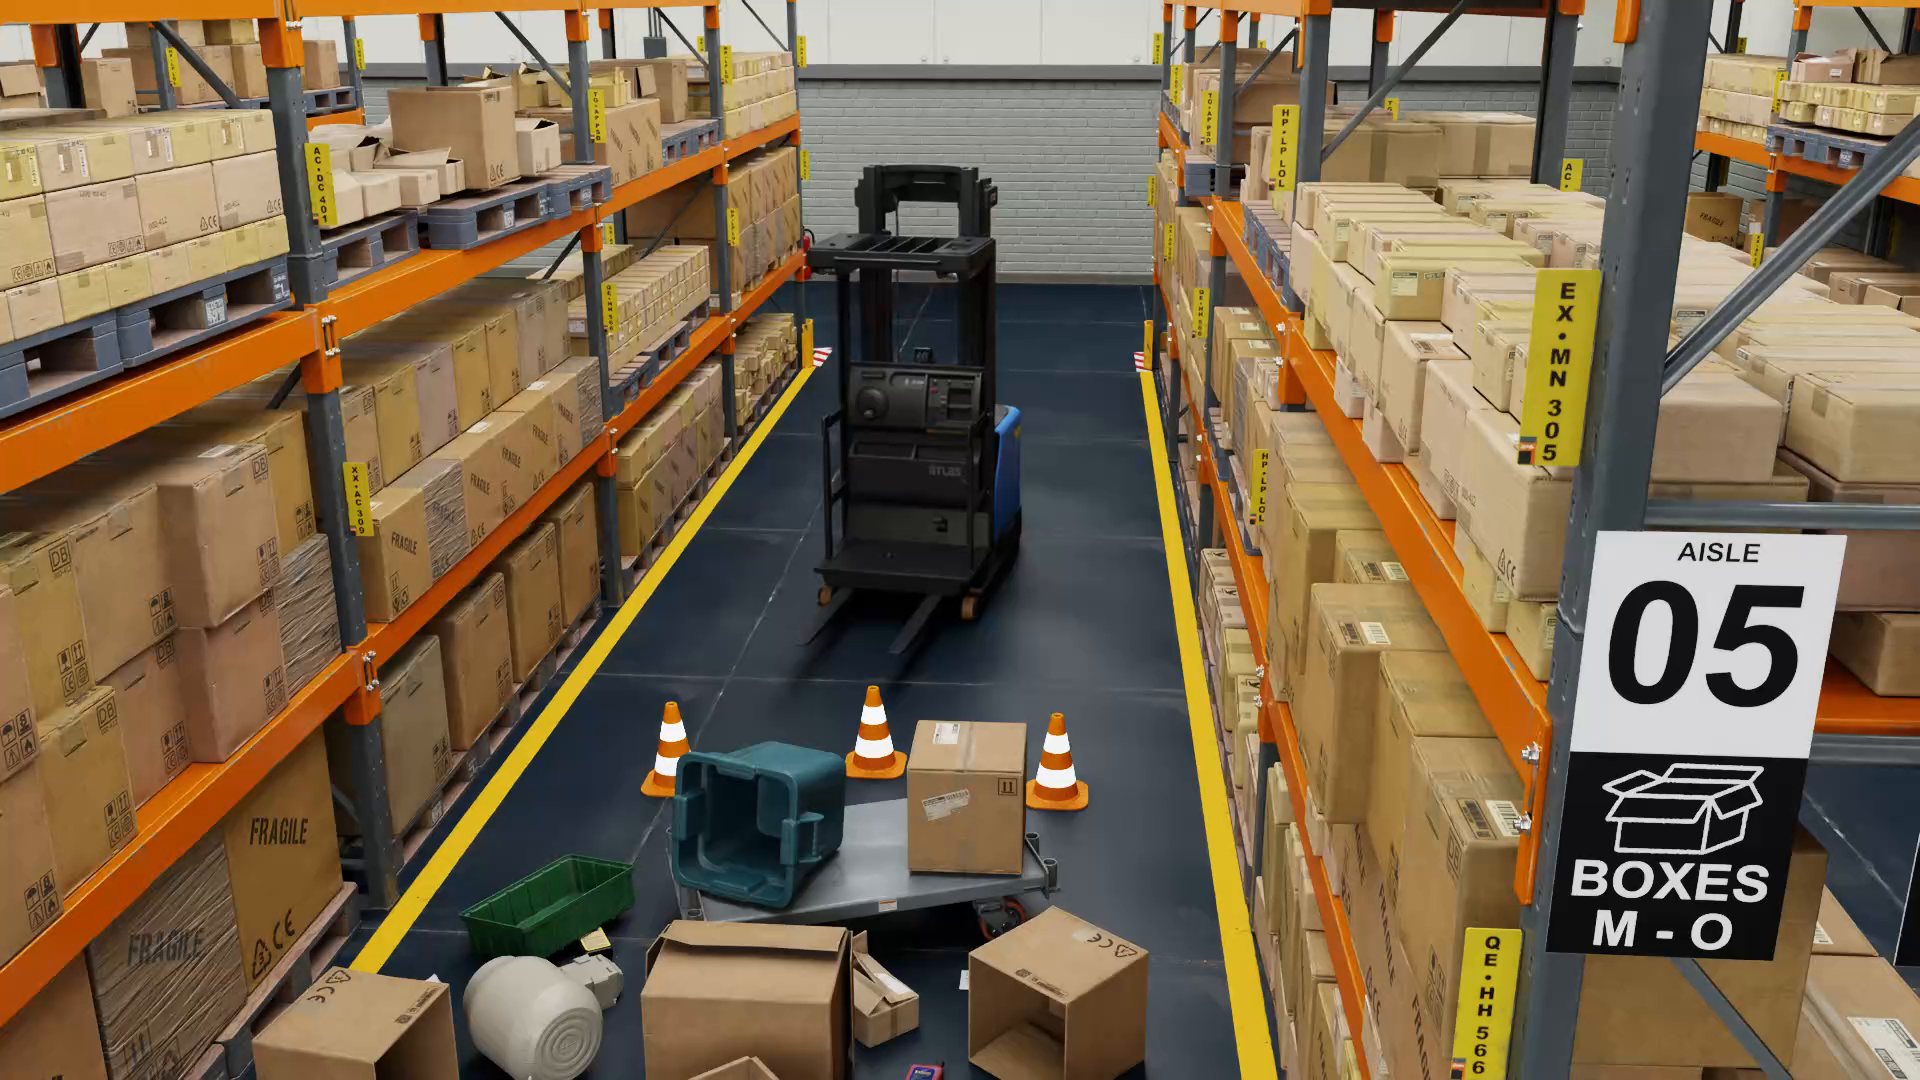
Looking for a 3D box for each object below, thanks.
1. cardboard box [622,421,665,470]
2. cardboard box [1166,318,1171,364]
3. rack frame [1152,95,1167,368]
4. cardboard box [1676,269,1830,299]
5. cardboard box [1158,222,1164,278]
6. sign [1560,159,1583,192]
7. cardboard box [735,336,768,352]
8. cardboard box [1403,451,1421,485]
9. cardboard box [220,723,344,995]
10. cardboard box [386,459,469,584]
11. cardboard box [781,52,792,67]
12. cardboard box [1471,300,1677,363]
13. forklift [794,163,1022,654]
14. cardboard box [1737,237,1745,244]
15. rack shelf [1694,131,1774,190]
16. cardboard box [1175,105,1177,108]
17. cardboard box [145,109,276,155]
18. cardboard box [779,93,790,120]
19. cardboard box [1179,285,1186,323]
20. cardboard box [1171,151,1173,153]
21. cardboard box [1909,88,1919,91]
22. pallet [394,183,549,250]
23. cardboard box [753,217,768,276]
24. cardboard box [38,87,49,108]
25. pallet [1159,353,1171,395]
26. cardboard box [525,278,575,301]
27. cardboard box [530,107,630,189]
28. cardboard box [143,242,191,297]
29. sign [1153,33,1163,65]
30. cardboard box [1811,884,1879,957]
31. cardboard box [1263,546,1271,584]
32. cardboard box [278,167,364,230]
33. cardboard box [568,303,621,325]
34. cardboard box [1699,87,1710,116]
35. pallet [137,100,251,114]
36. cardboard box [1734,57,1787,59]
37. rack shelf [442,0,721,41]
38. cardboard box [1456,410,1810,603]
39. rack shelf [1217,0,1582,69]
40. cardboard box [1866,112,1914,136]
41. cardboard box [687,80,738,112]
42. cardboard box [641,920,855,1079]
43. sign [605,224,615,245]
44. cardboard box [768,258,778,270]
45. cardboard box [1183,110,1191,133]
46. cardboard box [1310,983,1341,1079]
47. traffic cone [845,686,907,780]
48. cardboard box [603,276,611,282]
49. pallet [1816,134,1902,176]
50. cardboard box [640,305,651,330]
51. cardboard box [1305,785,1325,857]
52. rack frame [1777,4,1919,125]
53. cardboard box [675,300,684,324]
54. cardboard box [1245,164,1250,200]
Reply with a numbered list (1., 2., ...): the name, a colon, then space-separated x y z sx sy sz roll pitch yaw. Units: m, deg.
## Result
1. cardboard box: -2.514 -0.712 12.415 0.500 0.250 0.500 1 18 3
2. cardboard box: 2.729 -2.158 18.133 0.875 0.438 0.875 1 18 2
3. rack frame: 2.677 -3.383 18.431 1.000 3.000 0.127 1 18 4
4. cardboard box: 1.955 -0.595 4.226 0.380 0.149 0.250 2 18 5
5. cardboard box: 2.293 -2.973 17.018 0.500 0.500 0.500 1 18 4
6. sign: 2.358 -1.318 6.480 0.100 0.325 0.005 1 18 4
7. cardboard box: -2.195 -2.017 17.210 0.380 0.149 0.250 1 18 2
8. cardboard box: 1.396 -0.234 4.407 0.380 0.149 0.250 1 18 2
9. cardboard box: -3.243 1.268 6.973 0.875 0.875 0.875 2 18 5
10. cardboard box: -2.786 -0.097 8.242 0.500 0.500 0.500 1 18 4
11. cardboard box: -1.998 -5.134 17.754 0.380 0.149 0.250 1 18 3
12. cardboard box: 1.386 -0.447 3.776 0.380 0.149 0.250 1 18 4
13. forklift: -0.356 -0.973 11.187 1.130 2.935 3.031 4 19 12
14. cardboard box: 7.781 -2.881 16.662 0.500 0.250 0.500 2 18 6
15. rack shelf: 7.485 -3.736 15.846 1.077 0.370 4.000 1 18 4
16. cardboard box: 2.136 -3.982 15.009 0.380 0.149 0.250 2 18 5
17. cardboard box: -2.836 -1.547 6.297 0.380 0.149 0.250 1 18 3
18. cardboard box: -2.066 -4.511 17.296 0.500 0.250 0.500 1 18 4
19. cardboard box: 2.005 -1.858 13.215 0.500 0.250 0.500 2 18 5
20. cardboard box: 2.427 -4.027 17.588 0.380 0.149 0.250 2 18 5
21. cardboard box: 7.358 -3.310 12.482 0.380 0.149 0.250 1 18 2
22. pallet: -2.912 -1.765 8.978 1.003 0.211 1.213 2 18 6
23. cardboard box: -2.167 -2.867 16.216 0.500 0.500 0.500 1 18 3
24. cardboard box: -7.663 -3.606 13.763 0.500 0.311 0.500 1 18 2
25. pallet: 2.698 -1.808 18.102 1.003 0.211 1.213 1 18 4
26. cardboard box: -3.168 -1.905 12.693 0.380 0.149 0.250 2 18 7
27. cardboard box: -2.535 -2.622 11.131 0.500 0.500 0.500 1 18 4
28. cardboard box: -2.888 -0.930 5.697 0.380 0.149 0.250 1 18 4
29. sign: 2.124 -5.276 17.859 0.100 0.325 0.005 1 18 4
30. cardboard box: 1.874 1.095 4.125 0.500 0.500 0.500 2 18 6
31. cardboard box: 1.578 0.097 7.538 0.380 0.149 0.250 2 18 5
32. cardboard box: -2.836 -1.526 7.327 0.258 0.266 0.396 1 18 3
33. cardboard box: -2.598 -1.564 11.651 0.380 0.149 0.250 1 18 2
34. cardboard box: 7.245 -4.159 15.746 0.500 0.250 0.500 1 18 3
35. pallet: -7.425 -3.999 15.637 1.003 0.211 1.213 1 18 4
36. cardboard box: 7.810 -4.541 16.106 0.500 0.250 0.500 1 18 4
37. rack shelf: -2.698 -3.918 12.226 1.077 0.370 4.000 1 18 4
38. cardboard box: 1.298 -0.075 3.279 0.500 0.250 0.500 1 18 3
39. rack shelf: 1.960 -2.597 8.193 1.077 0.370 4.000 1 18 4
40. cardboard box: 6.839 -3.023 12.082 0.380 0.149 0.250 2 18 5
41. cardboard box: -2.281 -3.956 14.800 0.500 0.250 0.500 2 18 6
42. cardboard box: -0.811 1.815 6.358 0.797 0.637 0.503 1 18 4
43. sign: -3.096 -2.641 14.776 0.100 0.325 0.005 1 18 4
44. cardboard box: -2.111 -2.920 17.421 0.380 0.149 0.250 0 18 1
45. cardboard box: 1.950 -3.270 12.969 0.380 0.166 0.250 0 18 0
46. cardboard box: 1.404 1.763 5.262 0.500 0.500 0.500 1 18 3
47. traffic cone: -0.468 1.020 9.066 0.336 0.463 0.334 1 18 4
48. cardboard box: -3.094 -2.088 13.730 0.380 0.149 0.250 1 18 2
49. pallet: 7.153 -2.844 12.271 1.213 0.211 1.003 1 18 4
50. cardboard box: -2.537 -1.668 12.448 0.380 0.149 0.250 1 18 4
51. cardboard box: 1.373 0.951 5.608 0.380 0.149 0.250 1 18 4
52. rack frame: 7.341 -4.882 13.371 1.000 3.000 0.127 1 18 4
53. cardboard box: -2.456 -1.850 13.481 0.380 0.149 0.250 1 18 2
54. cardboard box: 1.893 -2.087 9.874 0.396 0.266 0.258 1 18 4
